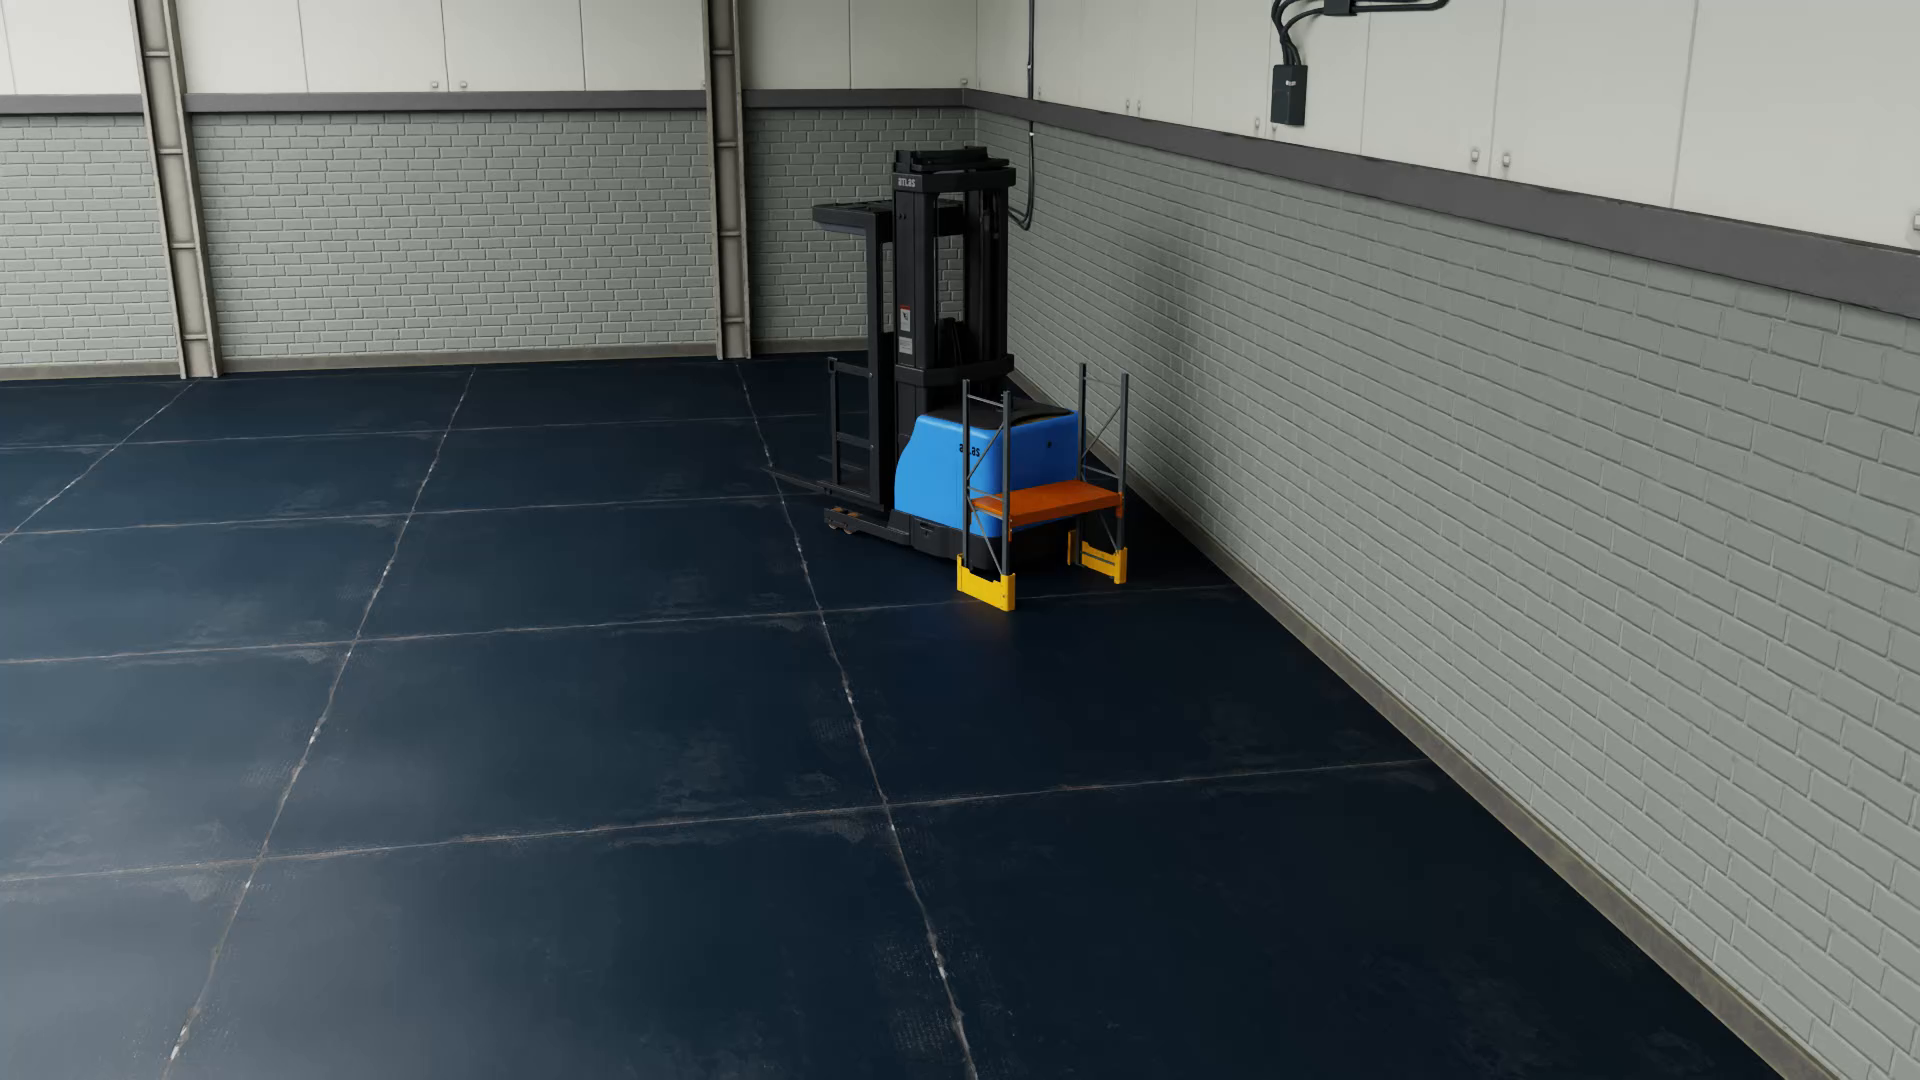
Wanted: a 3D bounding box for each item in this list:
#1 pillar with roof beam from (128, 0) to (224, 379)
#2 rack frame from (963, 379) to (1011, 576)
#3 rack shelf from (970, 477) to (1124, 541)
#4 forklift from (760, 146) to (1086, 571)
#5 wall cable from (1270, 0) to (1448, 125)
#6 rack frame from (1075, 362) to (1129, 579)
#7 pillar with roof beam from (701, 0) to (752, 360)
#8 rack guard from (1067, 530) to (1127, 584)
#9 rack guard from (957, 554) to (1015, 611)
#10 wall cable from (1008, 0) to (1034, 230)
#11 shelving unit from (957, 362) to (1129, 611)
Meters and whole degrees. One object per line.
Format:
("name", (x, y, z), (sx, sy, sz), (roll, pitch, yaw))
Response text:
("pillar with roof beam", (-7.790, -4.931, 13.539), (0.400, 9.000, 9.100), (-3, 17, -10))
("rack frame", (0.176, -0.309, 11.265), (0.032, 1.500, 0.500), (-12, 21, -34))
("rack shelf", (0.589, -0.224, 11.600), (1.000, 0.185, 0.538), (-12, 21, -34))
("forklift", (-0.420, -1.536, 12.821), (1.130, 2.935, 3.031), (-15, 23, -40))
("wall cable", (2.213, -5.177, 8.548), (0.169, 6.003, 2.305), (-3, 17, -10))
("rack frame", (1.003, -0.483, 11.830), (0.032, 1.500, 0.500), (-12, 21, -34))
("pillar with roof beam", (-1.899, -5.265, 14.627), (0.400, 9.000, 9.100), (-3, 17, -10))
("rack guard", (0.987, 0.118, 12.003), (0.087, 0.250, 0.587), (-12, 21, -34))
("rack guard", (0.177, 0.288, 11.449), (0.087, 0.250, 0.587), (-12, 21, -34))
("wall cable", (0.428, -4.805, 18.416), (0.112, 2.526, 3.097), (-3, 17, -10))
("shelving unit", (0.582, -0.395, 11.543), (1.083, 1.500, 0.587), (-12, 21, -34))
